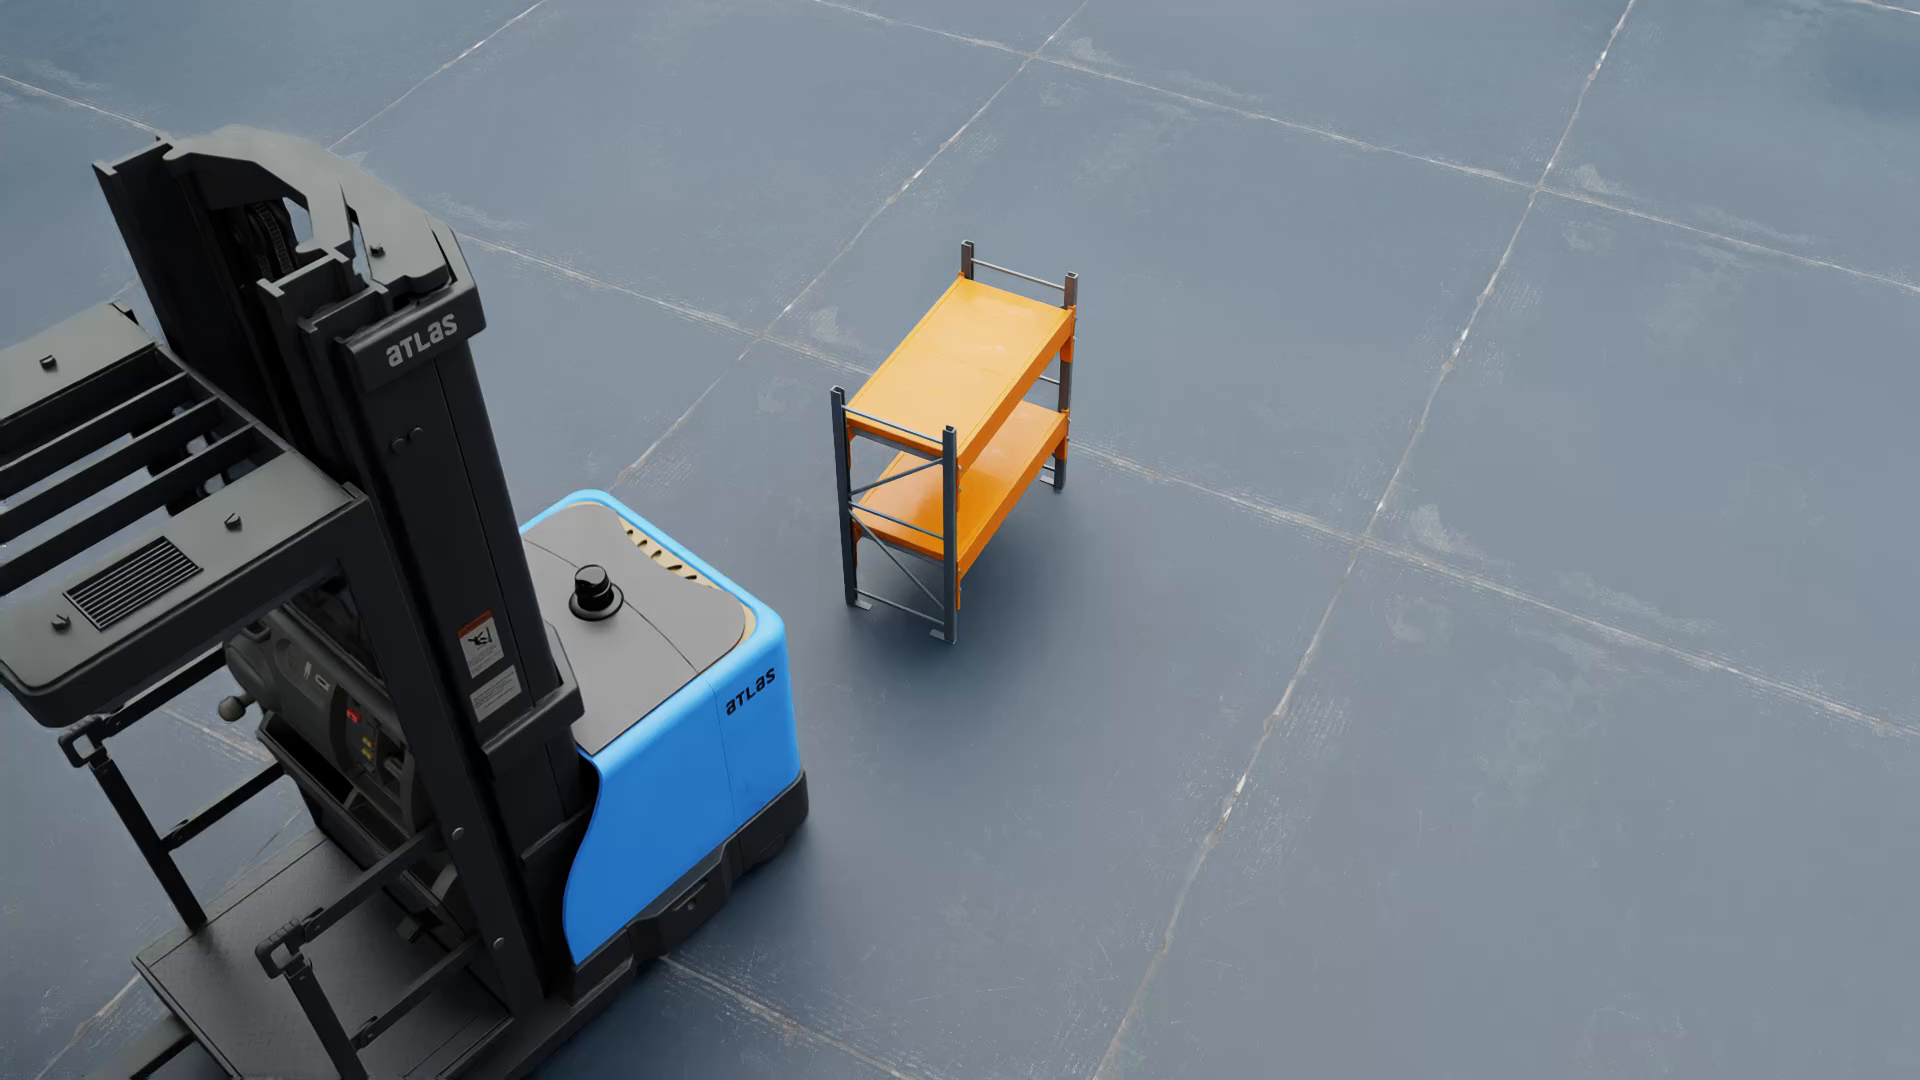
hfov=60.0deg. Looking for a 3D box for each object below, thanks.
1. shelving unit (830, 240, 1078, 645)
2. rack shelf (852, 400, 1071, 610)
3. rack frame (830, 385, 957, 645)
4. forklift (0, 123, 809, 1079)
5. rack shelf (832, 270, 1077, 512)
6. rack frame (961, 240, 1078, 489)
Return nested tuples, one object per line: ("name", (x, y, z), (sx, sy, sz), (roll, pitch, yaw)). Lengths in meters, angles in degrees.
("shelving unit", (-0.003, -0.391, 6.626), (0.538, 1.125, 1.048), (20, 49, 19))
("rack shelf", (-0.003, -0.219, 6.800), (0.538, 0.278, 1.000), (20, 49, 19))
("rack frame", (-0.239, -0.071, 6.309), (0.500, 1.125, 0.032), (20, 49, 19))
("forklift", (-1.897, 0.535, 4.440), (1.130, 2.935, 3.031), (32, 54, 28))
("rack shelf", (-0.003, -0.597, 6.417), (0.538, 0.278, 1.000), (20, 49, 19))
("rack frame", (0.233, -0.711, 6.942), (0.500, 1.125, 0.032), (20, 49, 19))
